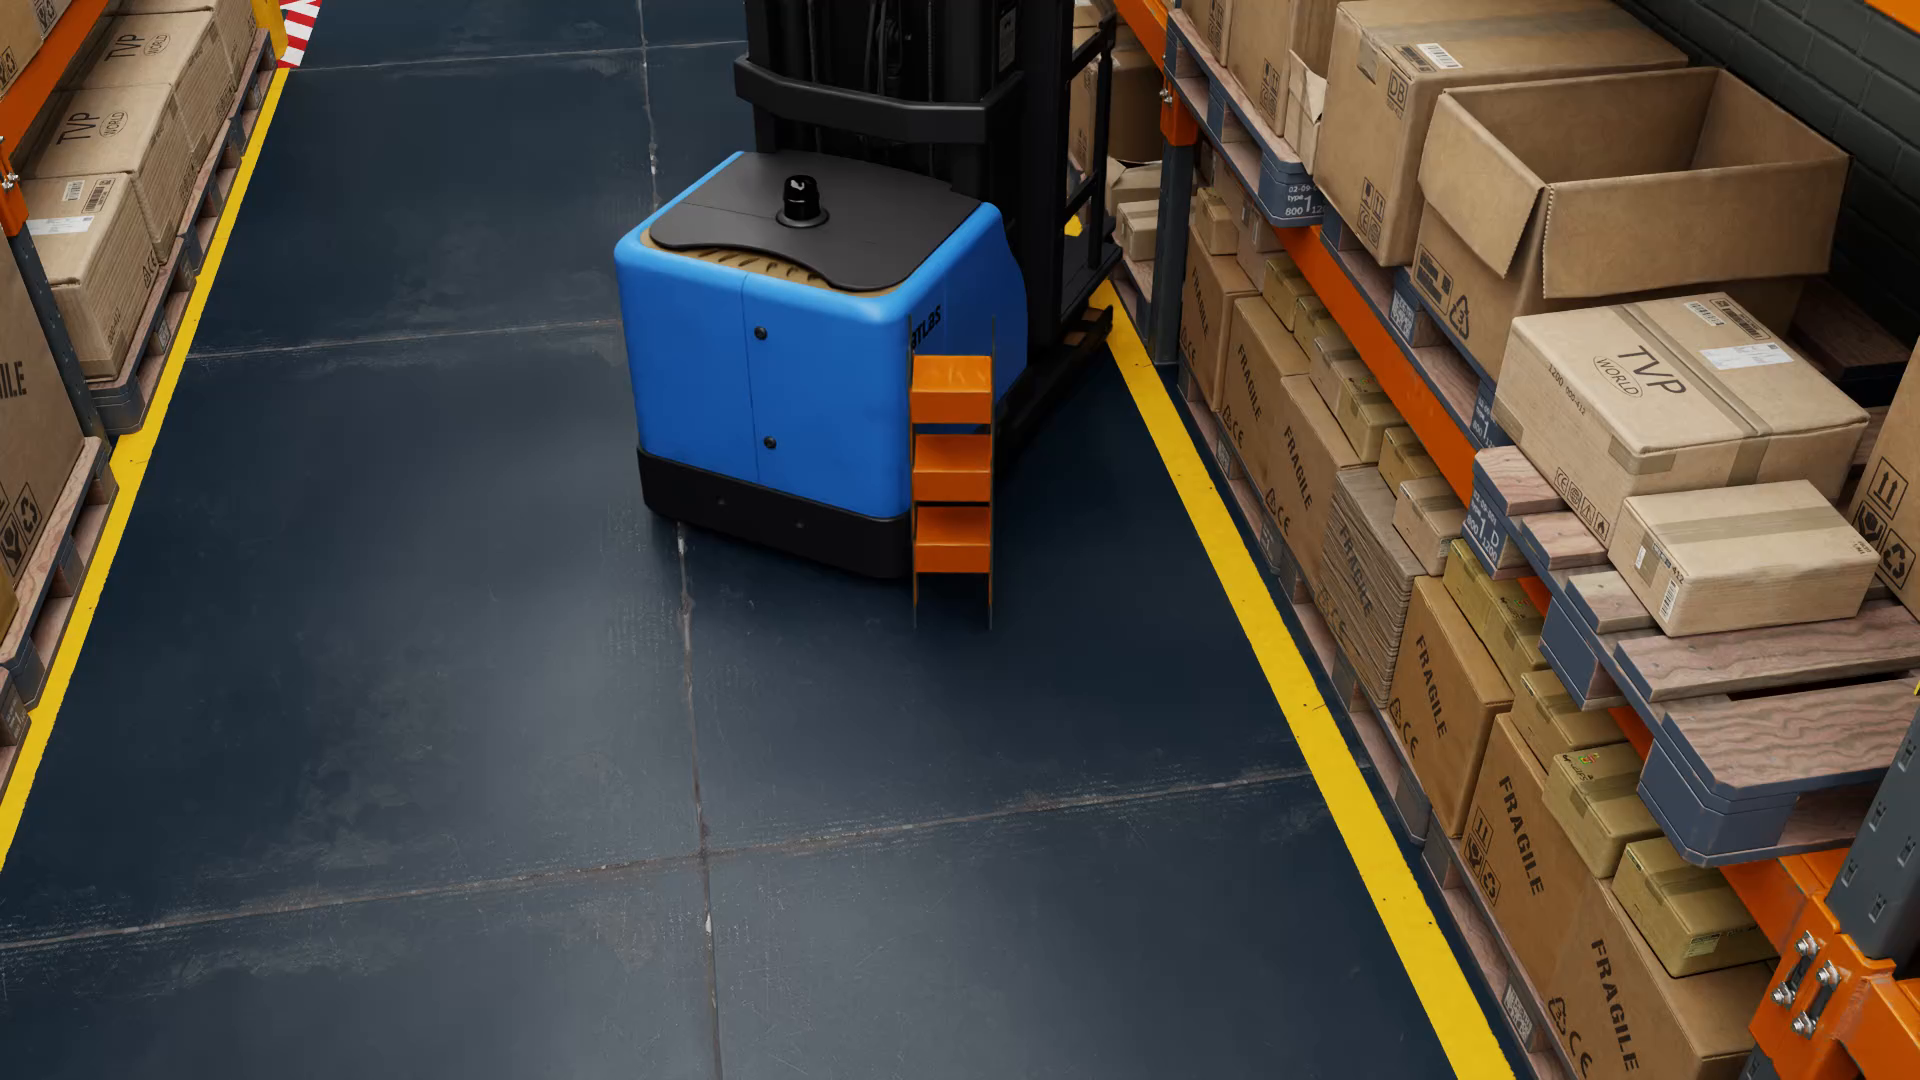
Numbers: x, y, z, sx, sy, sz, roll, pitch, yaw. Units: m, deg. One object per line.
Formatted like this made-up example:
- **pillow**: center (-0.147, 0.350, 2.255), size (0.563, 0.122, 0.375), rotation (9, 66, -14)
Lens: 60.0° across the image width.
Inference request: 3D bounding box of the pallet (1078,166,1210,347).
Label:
- **pallet**: center (1.138, -1.276, 7.221), size (1.003, 0.211, 1.213), rotation (-6, 38, -8)

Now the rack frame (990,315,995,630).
- **rack frame**: center (0.099, -0.186, 5.130), size (0.008, 1.050, 0.200), rotation (0, 38, 1)

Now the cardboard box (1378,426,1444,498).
- **cardboard box**: center (1.425, -0.211, 4.743), size (0.380, 0.149, 0.250), rotation (-6, 38, -8)

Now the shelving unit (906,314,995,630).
- **shelving unit**: center (-0.023, -0.186, 5.132), size (0.252, 1.050, 0.215), rotation (0, 38, 1)

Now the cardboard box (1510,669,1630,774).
- **cardboard box**: center (1.542, 0.422, 3.928), size (0.380, 0.149, 0.250), rotation (-7, 38, -9)

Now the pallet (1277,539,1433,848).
- **pallet**: center (1.655, 0.364, 5.109), size (1.003, 0.211, 1.213), rotation (-6, 38, -8)

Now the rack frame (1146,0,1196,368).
- **rack frame**: center (1.258, -1.963, 5.832), size (1.000, 3.000, 0.127), rotation (-6, 38, -8)

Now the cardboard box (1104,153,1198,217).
- **cardboard box**: center (0.808, -1.570, 7.212), size (0.396, 0.266, 0.258), rotation (-5, 38, -6)

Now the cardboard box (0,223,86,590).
- **cardboard box**: center (-3.441, -0.388, 5.193), size (0.875, 0.875, 0.875), rotation (-5, 38, -7)

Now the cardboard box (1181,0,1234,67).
- **cardboard box**: center (1.122, -1.852, 5.265), size (0.700, 0.500, 0.500), rotation (-5, 38, -7)

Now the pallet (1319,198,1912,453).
- **pallet**: center (1.614, -0.645, 4.292), size (1.003, 0.211, 1.213), rotation (-6, 38, -8)

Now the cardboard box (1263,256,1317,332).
- **cardboard box**: center (1.240, -0.840, 5.552), size (0.380, 0.149, 0.250), rotation (-8, 39, -10)

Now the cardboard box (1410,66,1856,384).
- **cardboard box**: center (1.491, -0.719, 3.805), size (0.797, 0.503, 0.637), rotation (-7, 38, -9)

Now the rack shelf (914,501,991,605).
- **rack shelf**: center (-0.022, 0.042, 5.308), size (0.240, 0.259, 0.215), rotation (0, 38, 1)

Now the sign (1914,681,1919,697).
- **sign**: center (1.427, 0.091, 2.308), size (0.100, 0.325, 0.005), rotation (-6, 38, -8)

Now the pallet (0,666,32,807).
- **pallet**: center (-3.202, 0.871, 4.457), size (1.003, 0.211, 1.213), rotation (-6, 38, -8)

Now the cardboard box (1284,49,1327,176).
- **cardboard box**: center (1.124, -1.195, 4.611), size (0.396, 0.266, 0.258), rotation (-4, 38, -6)

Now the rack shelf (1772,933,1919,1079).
- **rack shelf**: center (2.310, 1.945, 1.387), size (1.077, 0.370, 4.000), rotation (-6, 38, -8)

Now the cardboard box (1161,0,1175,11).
- **cardboard box**: center (0.953, -2.029, 6.122), size (0.380, 0.149, 0.250), rotation (-6, 38, -7)

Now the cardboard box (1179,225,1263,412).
- **cardboard box**: center (1.121, -0.825, 6.062), size (0.500, 0.500, 0.500), rotation (-5, 38, -6)

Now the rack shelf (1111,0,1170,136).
- **rack shelf**: center (0.907, -2.887, 7.607), size (1.077, 0.370, 4.000), rotation (-6, 38, -8)

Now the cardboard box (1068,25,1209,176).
- **cardboard box**: center (0.864, -2.030, 7.614), size (0.700, 0.500, 0.500), rotation (-8, 38, -10)

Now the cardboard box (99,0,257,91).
- **cardboard box**: center (-4.115, -2.609, 8.409), size (0.875, 0.438, 0.875), rotation (-7, 38, -9)

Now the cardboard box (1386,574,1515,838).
- **cardboard box**: center (1.502, 0.423, 4.456), size (0.500, 0.500, 0.500), rotation (-5, 38, -6)

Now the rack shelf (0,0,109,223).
- **rack shelf**: center (-3.979, -2.351, 6.917), size (1.077, 0.370, 4.000), rotation (-6, 38, -8)

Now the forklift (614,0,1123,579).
- **forklift**: center (-0.030, -1.929, 5.844), size (1.130, 2.935, 3.031), rotation (16, 41, 19)

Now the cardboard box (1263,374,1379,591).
- **cardboard box**: center (1.307, -0.203, 5.261), size (0.500, 0.500, 0.500), rotation (-7, 38, -9)

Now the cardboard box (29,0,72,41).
- **cardboard box**: center (-3.537, -2.082, 5.904), size (0.500, 0.500, 0.500), rotation (-6, 38, -8)

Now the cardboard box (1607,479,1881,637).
- **cardboard box**: center (1.466, 0.031, 3.128), size (0.380, 0.149, 0.250), rotation (-6, 38, -7)

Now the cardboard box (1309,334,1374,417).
- **cardboard box**: center (1.308, -0.521, 5.142), size (0.380, 0.149, 0.250), rotation (-6, 38, -8)

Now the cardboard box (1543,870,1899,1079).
- **cardboard box**: center (1.673, 1.042, 3.659), size (0.500, 0.500, 0.500), rotation (-5, 38, -7)

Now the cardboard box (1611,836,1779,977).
- **cardboard box**: center (1.623, 0.747, 3.510), size (0.380, 0.149, 0.250), rotation (-8, 39, -10)

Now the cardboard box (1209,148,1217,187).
- **cardboard box**: center (1.375, -1.491, 7.074), size (0.500, 0.311, 0.500), rotation (-5, 38, -6)

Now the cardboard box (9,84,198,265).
- **cardboard box**: center (-3.790, -1.512, 6.998), size (0.875, 0.438, 0.875), rotation (-7, 38, -9)

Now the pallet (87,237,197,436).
- **pallet**: center (-3.685, -0.793, 6.599), size (1.003, 0.211, 1.213), rotation (-6, 38, -8)

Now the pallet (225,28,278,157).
- **pallet**: center (-4.112, -2.267, 8.496), size (1.003, 0.211, 1.213), rotation (-6, 38, -8)

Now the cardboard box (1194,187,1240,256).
- **cardboard box**: center (1.059, -1.152, 5.955), size (0.380, 0.149, 0.250), rotation (-5, 38, -6)

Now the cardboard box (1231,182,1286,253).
- **cardboard box**: center (1.152, -1.118, 5.668), size (0.380, 0.149, 0.250), rotation (-8, 39, -10)

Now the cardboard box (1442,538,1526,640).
- **cardboard box**: center (1.496, 0.107, 4.334), size (0.380, 0.149, 0.250), rotation (-7, 38, -9)
